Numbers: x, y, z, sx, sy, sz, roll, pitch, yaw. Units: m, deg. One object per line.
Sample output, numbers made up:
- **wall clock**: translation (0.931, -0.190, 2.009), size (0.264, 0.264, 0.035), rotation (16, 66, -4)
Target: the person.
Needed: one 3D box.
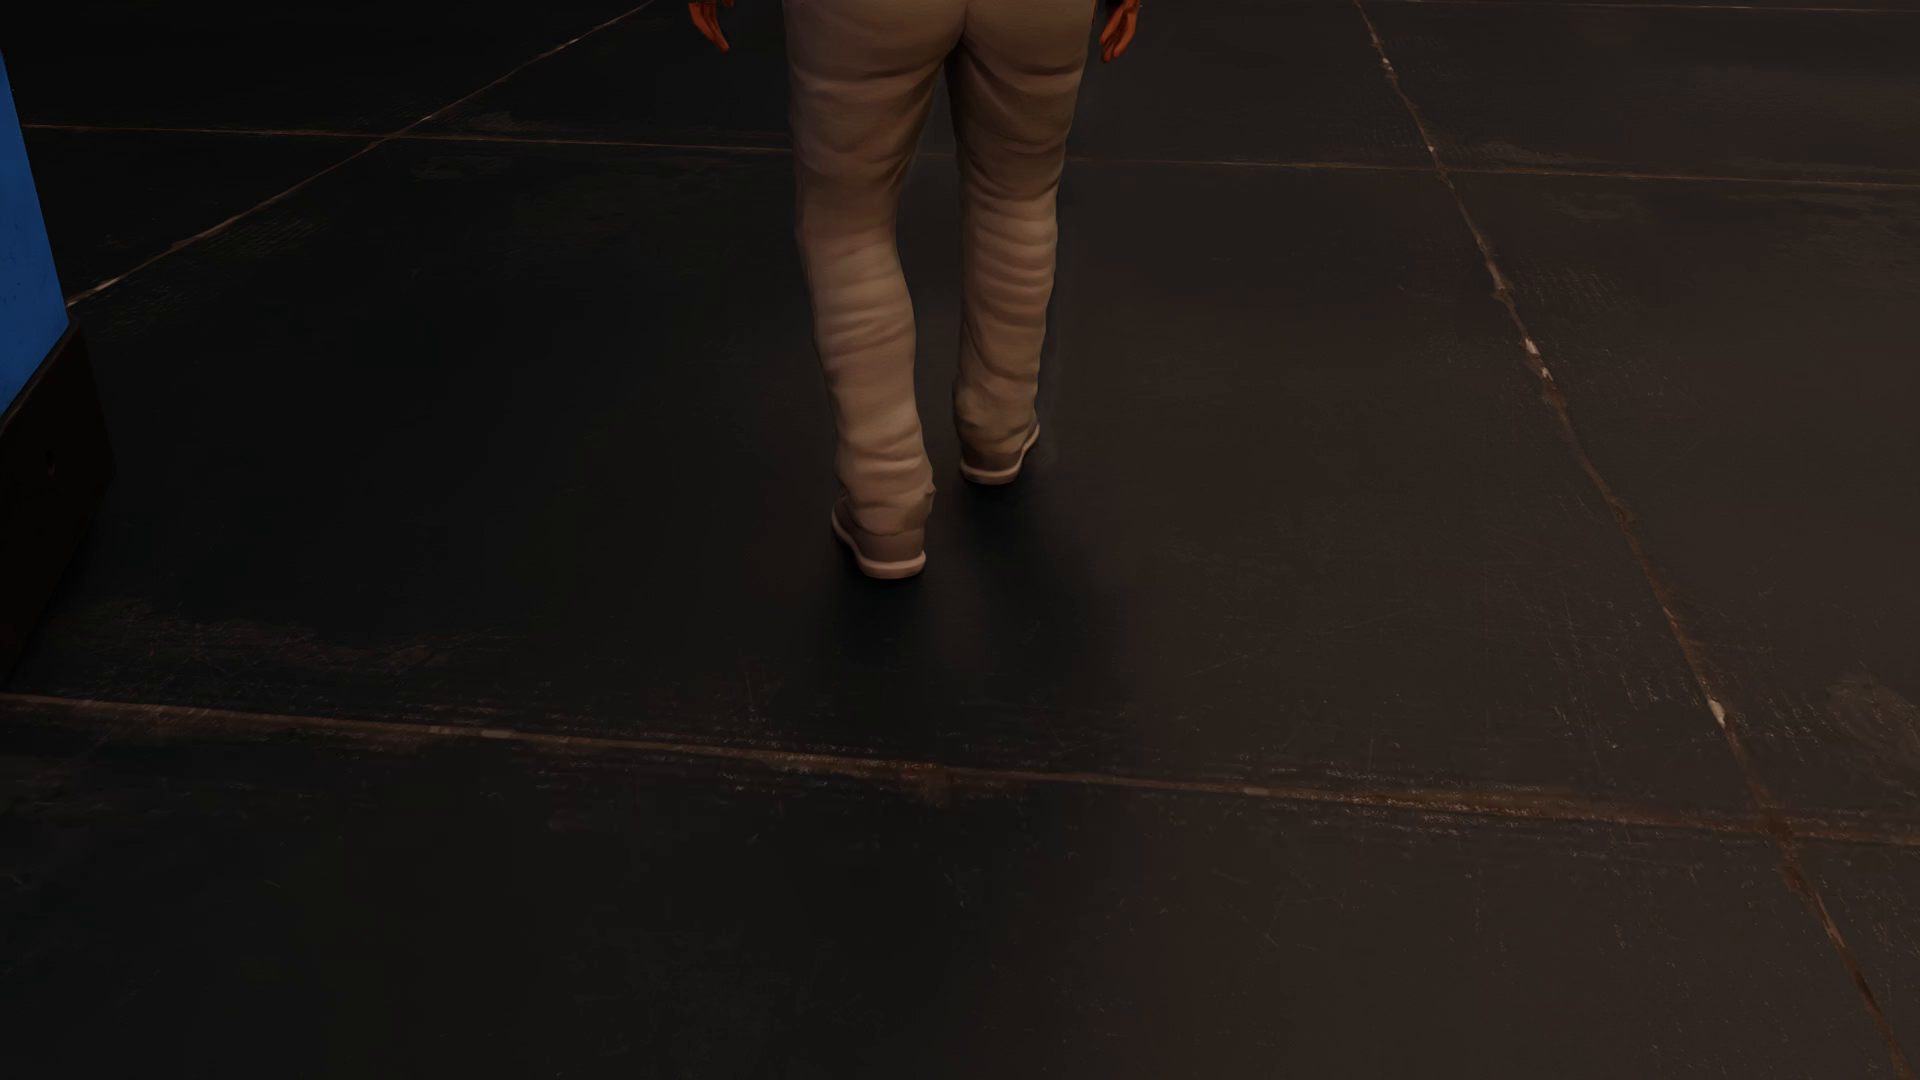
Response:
- **person**: translation (-0.067, -0.799, 2.264), size (0.605, 1.645, 0.557), rotation (-8, 28, -16)

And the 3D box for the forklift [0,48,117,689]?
- **forklift**: translation (-2.667, -1.009, 1.240), size (3.031, 2.935, 1.130), rotation (-6, 27, -12)
